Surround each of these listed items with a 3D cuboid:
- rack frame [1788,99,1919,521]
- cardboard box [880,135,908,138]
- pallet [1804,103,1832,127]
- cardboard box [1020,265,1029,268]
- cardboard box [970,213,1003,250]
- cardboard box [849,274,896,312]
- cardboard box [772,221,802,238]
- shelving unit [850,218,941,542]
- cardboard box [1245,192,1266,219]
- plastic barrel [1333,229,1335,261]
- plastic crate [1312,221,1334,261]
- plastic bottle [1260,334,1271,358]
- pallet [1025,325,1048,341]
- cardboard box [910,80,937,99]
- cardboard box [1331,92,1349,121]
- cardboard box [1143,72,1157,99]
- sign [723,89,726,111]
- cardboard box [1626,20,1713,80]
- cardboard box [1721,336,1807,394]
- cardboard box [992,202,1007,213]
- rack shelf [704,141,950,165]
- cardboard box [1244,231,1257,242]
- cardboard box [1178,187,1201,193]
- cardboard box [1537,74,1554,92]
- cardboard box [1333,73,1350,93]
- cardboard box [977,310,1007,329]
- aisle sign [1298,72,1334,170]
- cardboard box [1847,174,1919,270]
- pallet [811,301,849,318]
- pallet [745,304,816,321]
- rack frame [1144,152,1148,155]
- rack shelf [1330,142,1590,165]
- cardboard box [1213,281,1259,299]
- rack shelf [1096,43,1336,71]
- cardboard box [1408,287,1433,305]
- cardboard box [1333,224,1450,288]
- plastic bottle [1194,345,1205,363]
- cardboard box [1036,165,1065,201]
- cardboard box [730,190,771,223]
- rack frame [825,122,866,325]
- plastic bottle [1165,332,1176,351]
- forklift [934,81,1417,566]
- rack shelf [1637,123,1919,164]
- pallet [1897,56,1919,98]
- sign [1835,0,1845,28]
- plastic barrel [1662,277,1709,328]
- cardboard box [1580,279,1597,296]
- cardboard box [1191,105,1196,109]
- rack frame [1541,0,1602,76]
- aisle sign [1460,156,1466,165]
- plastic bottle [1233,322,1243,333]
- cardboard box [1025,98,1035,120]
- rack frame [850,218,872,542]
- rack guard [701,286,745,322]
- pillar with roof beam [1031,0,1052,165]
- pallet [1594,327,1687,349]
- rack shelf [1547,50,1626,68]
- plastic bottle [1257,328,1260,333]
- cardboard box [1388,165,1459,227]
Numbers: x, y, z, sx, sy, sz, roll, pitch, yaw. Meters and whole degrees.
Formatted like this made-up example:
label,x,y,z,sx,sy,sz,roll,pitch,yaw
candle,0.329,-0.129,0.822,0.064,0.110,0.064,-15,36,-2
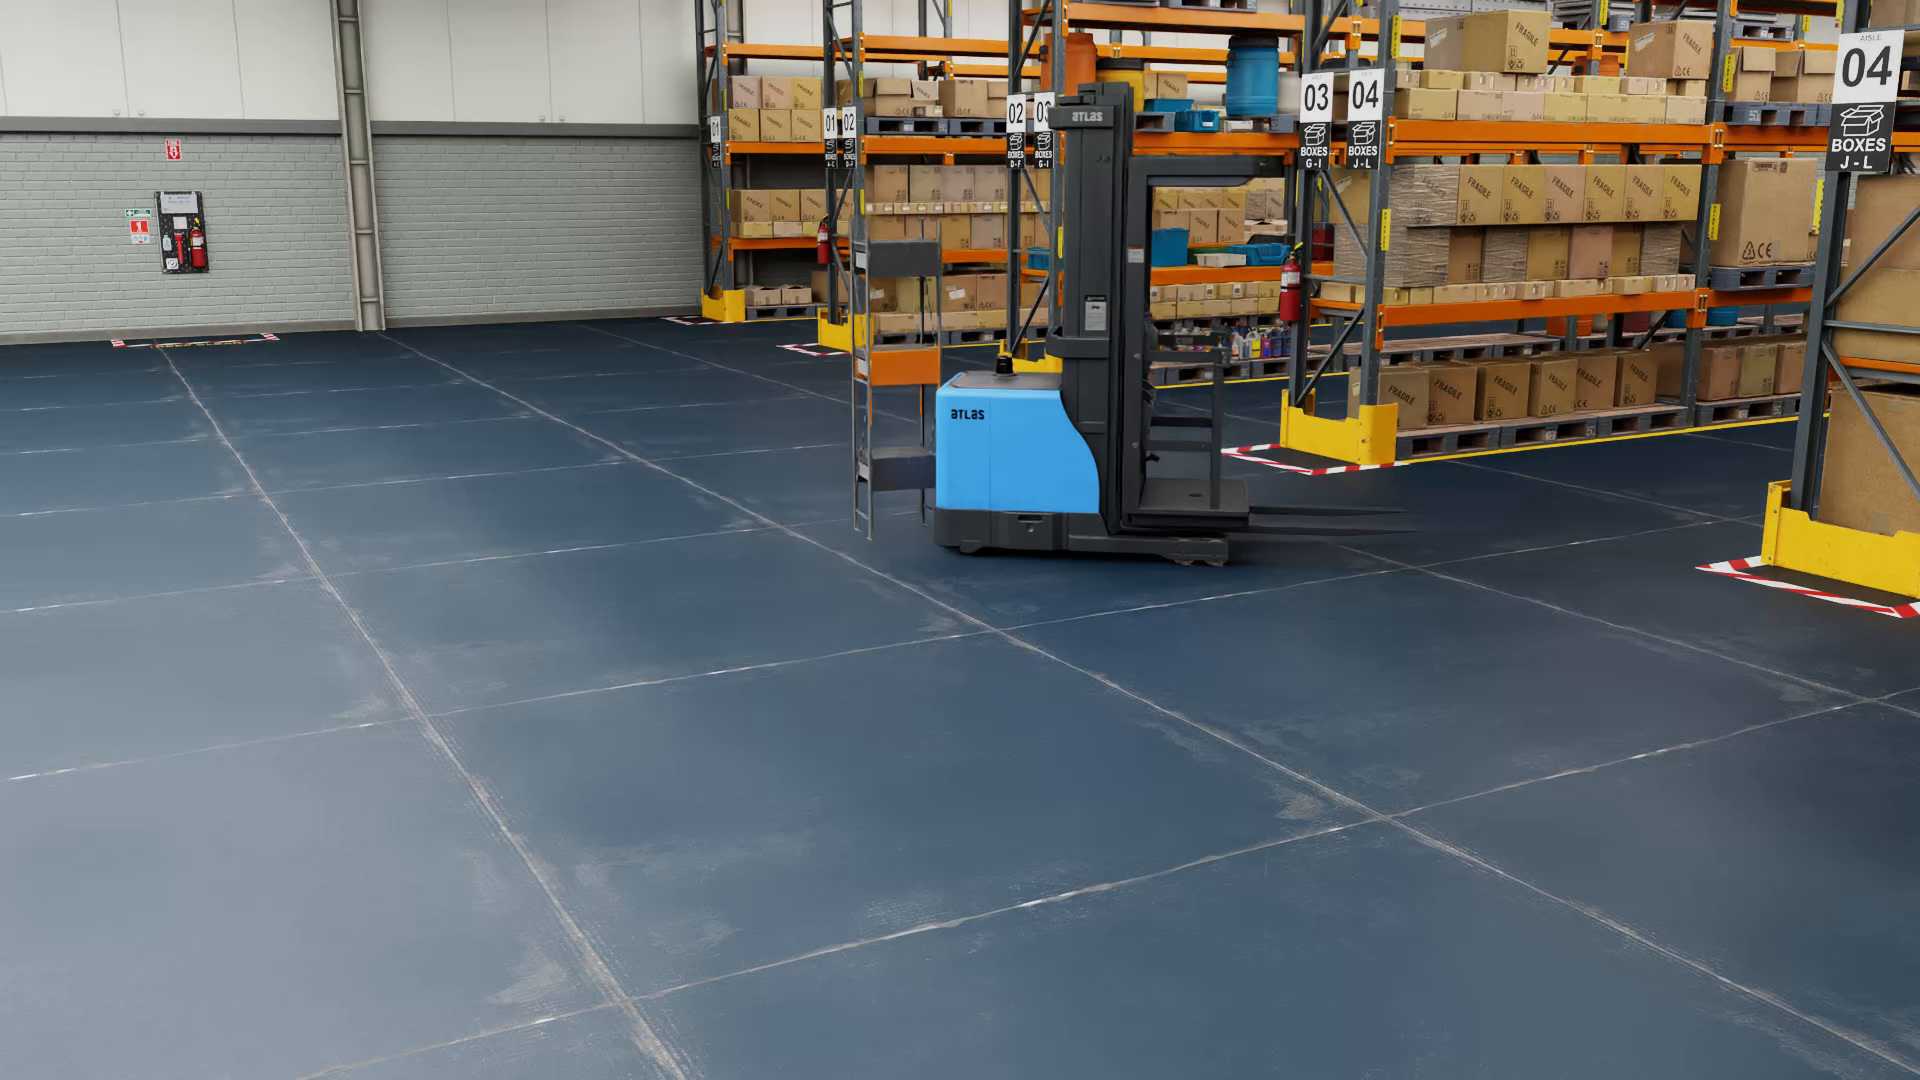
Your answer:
label,x,y,z,sx,sy,sz,roll,pitch,yaw
rack frame,5.480,-1.236,9.768,0.127,3.000,1.000,-7,14,-28
cardboard box,-1.192,-6.857,27.642,0.500,0.500,0.500,-8,15,-33
pallet,8.205,-4.149,16.309,1.003,0.211,1.213,-7,14,-28
cardboard box,1.118,-4.672,29.730,0.500,0.500,0.700,-7,14,-27
cardboard box,0.223,-4.371,23.470,0.500,0.500,0.700,-6,14,-26
cardboard box,-1.223,-3.455,23.226,0.500,0.500,0.500,-7,14,-28
cardboard box,-2.898,-5.050,27.013,0.500,0.250,0.500,-7,15,-30
shelving unit,-0.425,-1.073,11.093,0.503,2.100,0.431,-4,13,-19
cardboard box,5.433,-6.328,31.445,0.500,0.500,0.500,-7,14,-28
plastic barrel,4.814,-3.804,20.040,0.708,0.901,0.600,-7,14,-28
plastic crate,4.609,-3.719,20.655,0.583,0.464,0.402,-7,14,-28
plastic bottle,3.612,-2.298,19.674,0.133,0.283,0.061,-6,14,-24
pallet,1.242,-3.097,24.388,1.213,0.211,1.003,-7,14,-28
cardboard box,-0.727,-7.392,27.739,0.500,0.500,0.500,-8,15,-33
cardboard box,3.494,-3.692,14.193,0.500,0.250,0.500,-6,14,-27
cardboard box,2.520,-6.551,24.231,0.500,0.500,0.500,-7,14,-27
sign,-3.668,-6.851,25.898,0.005,0.325,0.100,-7,14,-28
cardboard box,6.431,-4.428,15.076,0.500,0.500,0.500,-7,15,-30
cardboard box,8.171,-1.784,16.896,0.500,0.500,0.700,-8,15,-33
cardboard box,0.477,-4.666,23.306,0.250,0.149,0.380,-6,14,-26
rack shelf,-2.172,-6.389,27.472,4.000,0.370,1.077,-7,14,-28
cardboard box,4.379,-4.686,25.670,0.250,0.149,0.380,-6,14,-24
cardboard box,4.088,-6.532,30.643,0.500,0.250,0.500,-7,14,-29
cardboard box,4.900,-3.937,14.372,0.250,0.149,0.380,-7,14,-28
cardboard box,3.287,-3.876,14.103,0.250,0.149,0.380,-7,14,-28
cardboard box,0.344,-3.146,23.563,0.500,0.250,0.500,-7,14,-28
aisle sign,2.994,-3.522,14.005,0.004,0.787,0.394,-7,14,-28
cardboard box,5.825,-1.867,9.774,0.550,0.550,0.875,-7,14,-28
pallet,-2.061,-3.920,28.045,1.213,0.211,1.003,-7,14,-28
pallet,-3.131,-3.792,27.479,1.213,0.211,1.003,-7,14,-28
rack frame,3.094,-5.908,30.527,0.127,3.000,1.000,-7,14,-28
rack shelf,6.086,-4.900,20.859,4.000,0.370,1.077,-7,14,-28
cardboard box,4.232,-3.879,25.544,0.500,0.311,0.500,-7,14,-28
rack shelf,3.716,-7.124,24.816,4.000,0.370,1.077,-7,14,-28
cardboard box,3.785,-2.086,14.120,0.250,0.149,0.380,-7,14,-28
cardboard box,3.688,-2.449,14.253,0.500,0.500,0.875,-7,14,-28
plastic bottle,2.767,-2.197,19.225,0.133,0.283,0.061,-7,14,-27
cardboard box,1.131,-5.113,23.814,0.500,0.500,0.700,-7,14,-28
cardboard box,-3.365,-5.361,26.685,0.500,0.500,0.500,-7,14,-28
rack frame,-1.551,-4.112,22.548,0.127,3.000,1.000,-7,14,-28
plastic bottle,2.507,-2.325,19.791,0.133,0.283,0.061,-7,14,-28
forklift,1.394,-1.391,10.613,3.031,2.935,1.130,2,13,8
rack shelf,8.459,-3.946,16.617,4.000,0.370,1.077,-7,14,-28
pallet,6.126,-2.736,9.804,1.213,0.211,1.003,-7,14,-28
sign,5.232,-3.199,9.822,0.005,0.325,0.100,-7,14,-28
plastic barrel,10.245,-3.472,23.527,0.708,0.901,0.600,-7,14,-28
cardboard box,5.535,-2.299,15.066,0.250,0.149,0.380,-7,14,-28
cardboard box,3.932,-7.762,30.707,0.500,0.500,0.700,-8,15,-31
rack frame,7.841,-6.925,21.385,0.127,3.000,1.000,-7,14,-28
aisle sign,10.323,-7.967,33.758,0.004,0.787,0.394,-7,14,-28
plastic bottle,3.423,-2.495,20.395,0.185,0.351,0.144,-6,14,-26
cardboard box,0.918,-6.167,23.774,0.500,0.311,0.500,-8,15,-31
rack frame,-0.656,-1.055,11.014,0.015,2.100,0.400,-4,13,-19
rack guard,-3.861,-3.854,27.098,0.348,0.500,1.175,-7,14,-28
pillar with roof beam,3.601,-8.035,26.315,0.400,9.000,9.100,-7,14,-28
pallet,9.583,-2.856,23.321,1.213,0.211,1.003,-7,14,-28
rack shelf,10.737,-8.159,28.513,4.000,0.370,1.077,-7,14,-28
plastic bottle,3.621,-2.458,20.385,0.133,0.283,0.061,-7,14,-28
cardboard box,3.806,-2.889,13.933,0.500,0.500,0.500,-7,14,-28
